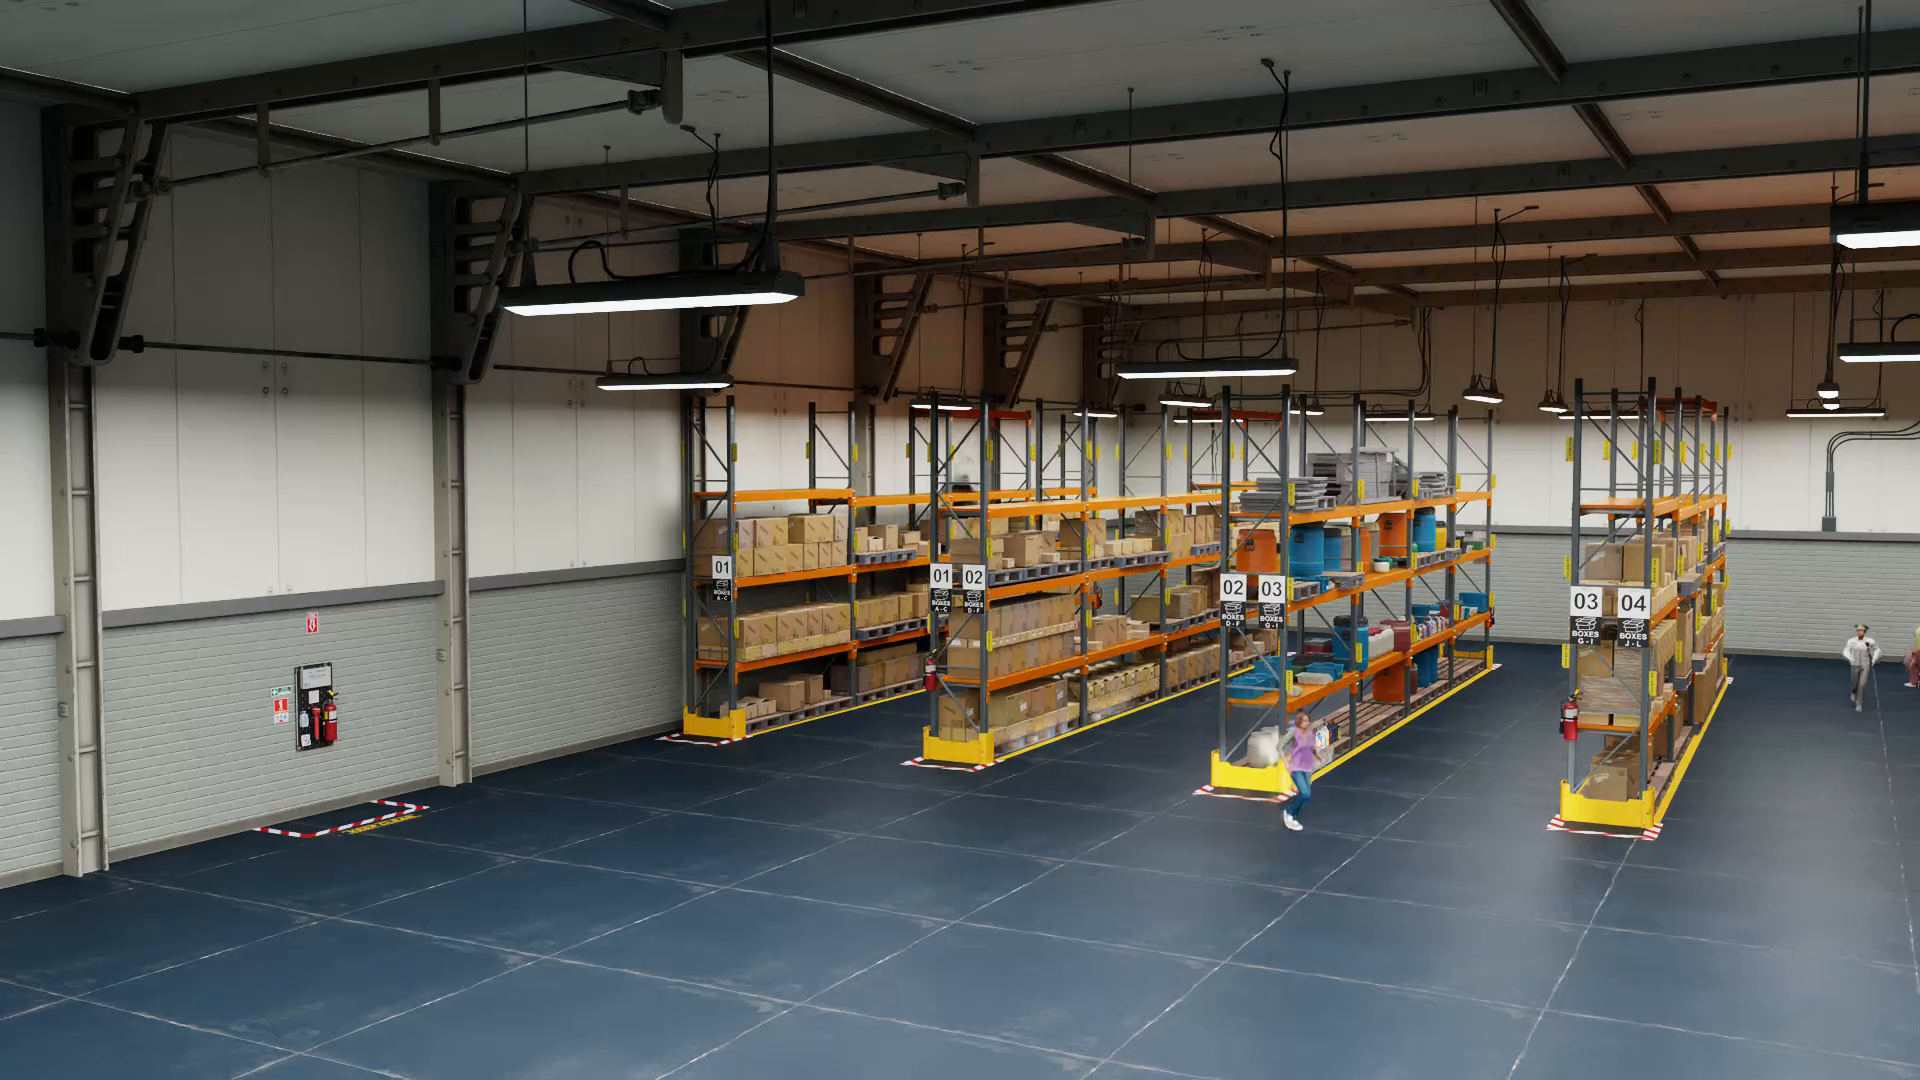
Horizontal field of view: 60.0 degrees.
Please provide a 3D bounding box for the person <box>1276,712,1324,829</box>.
[{"bbox_3d":[4.519,3.057,21.955,0.544,1.570,0.575,-2,4,-33],"label":"person"}]

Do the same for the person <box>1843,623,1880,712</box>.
[{"bbox_3d":[17.580,2.465,32.431,0.625,1.701,0.850,2,4,33],"label":"person"}]

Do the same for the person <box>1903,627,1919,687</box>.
[{"bbox_3d":[20.352,2.346,35.245,0.525,1.595,0.614,0,3,-3],"label":"person"}]
